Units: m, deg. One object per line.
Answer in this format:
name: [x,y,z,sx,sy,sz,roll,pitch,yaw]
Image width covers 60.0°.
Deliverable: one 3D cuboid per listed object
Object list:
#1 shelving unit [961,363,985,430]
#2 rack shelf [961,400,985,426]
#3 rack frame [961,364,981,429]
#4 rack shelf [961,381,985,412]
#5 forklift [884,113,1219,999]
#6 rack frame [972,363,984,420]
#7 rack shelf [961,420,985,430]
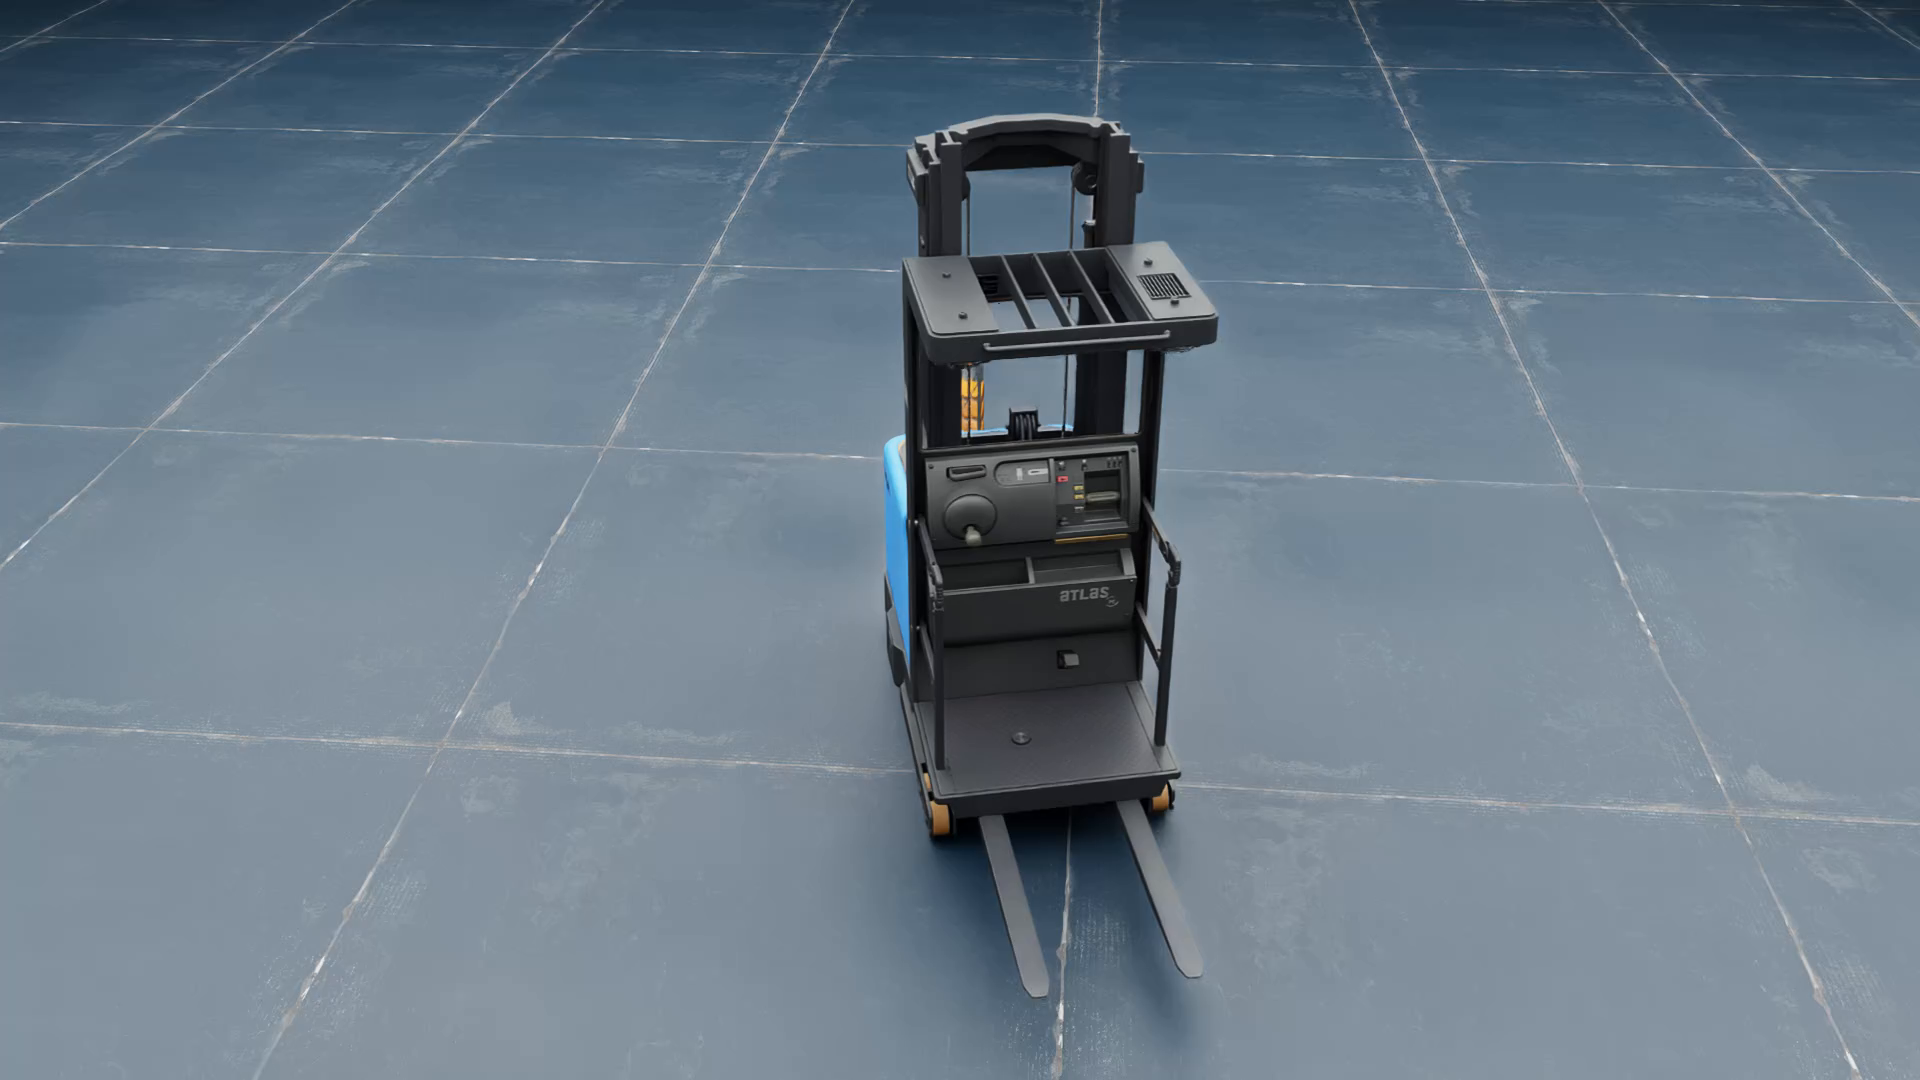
shelving unit: [0.001,-0.518,9.228,0.258,1.200,0.189,2,32,4]
rack shelf: [0.001,-0.685,9.125,0.258,0.103,0.180,2,32,4]
rack frame: [-0.006,-0.471,9.150,0.240,1.200,0.006,2,32,4]
rack shelf: [0.001,-0.787,9.062,0.258,0.103,0.180,2,32,4]
forklift: [0.353,-0.137,6.958,1.130,2.935,3.031,-5,32,-8]
rack frame: [0.009,-0.566,9.305,0.240,1.200,0.006,2,32,4]
rack shelf: [0.001,-0.583,9.188,0.258,0.103,0.180,2,32,4]
